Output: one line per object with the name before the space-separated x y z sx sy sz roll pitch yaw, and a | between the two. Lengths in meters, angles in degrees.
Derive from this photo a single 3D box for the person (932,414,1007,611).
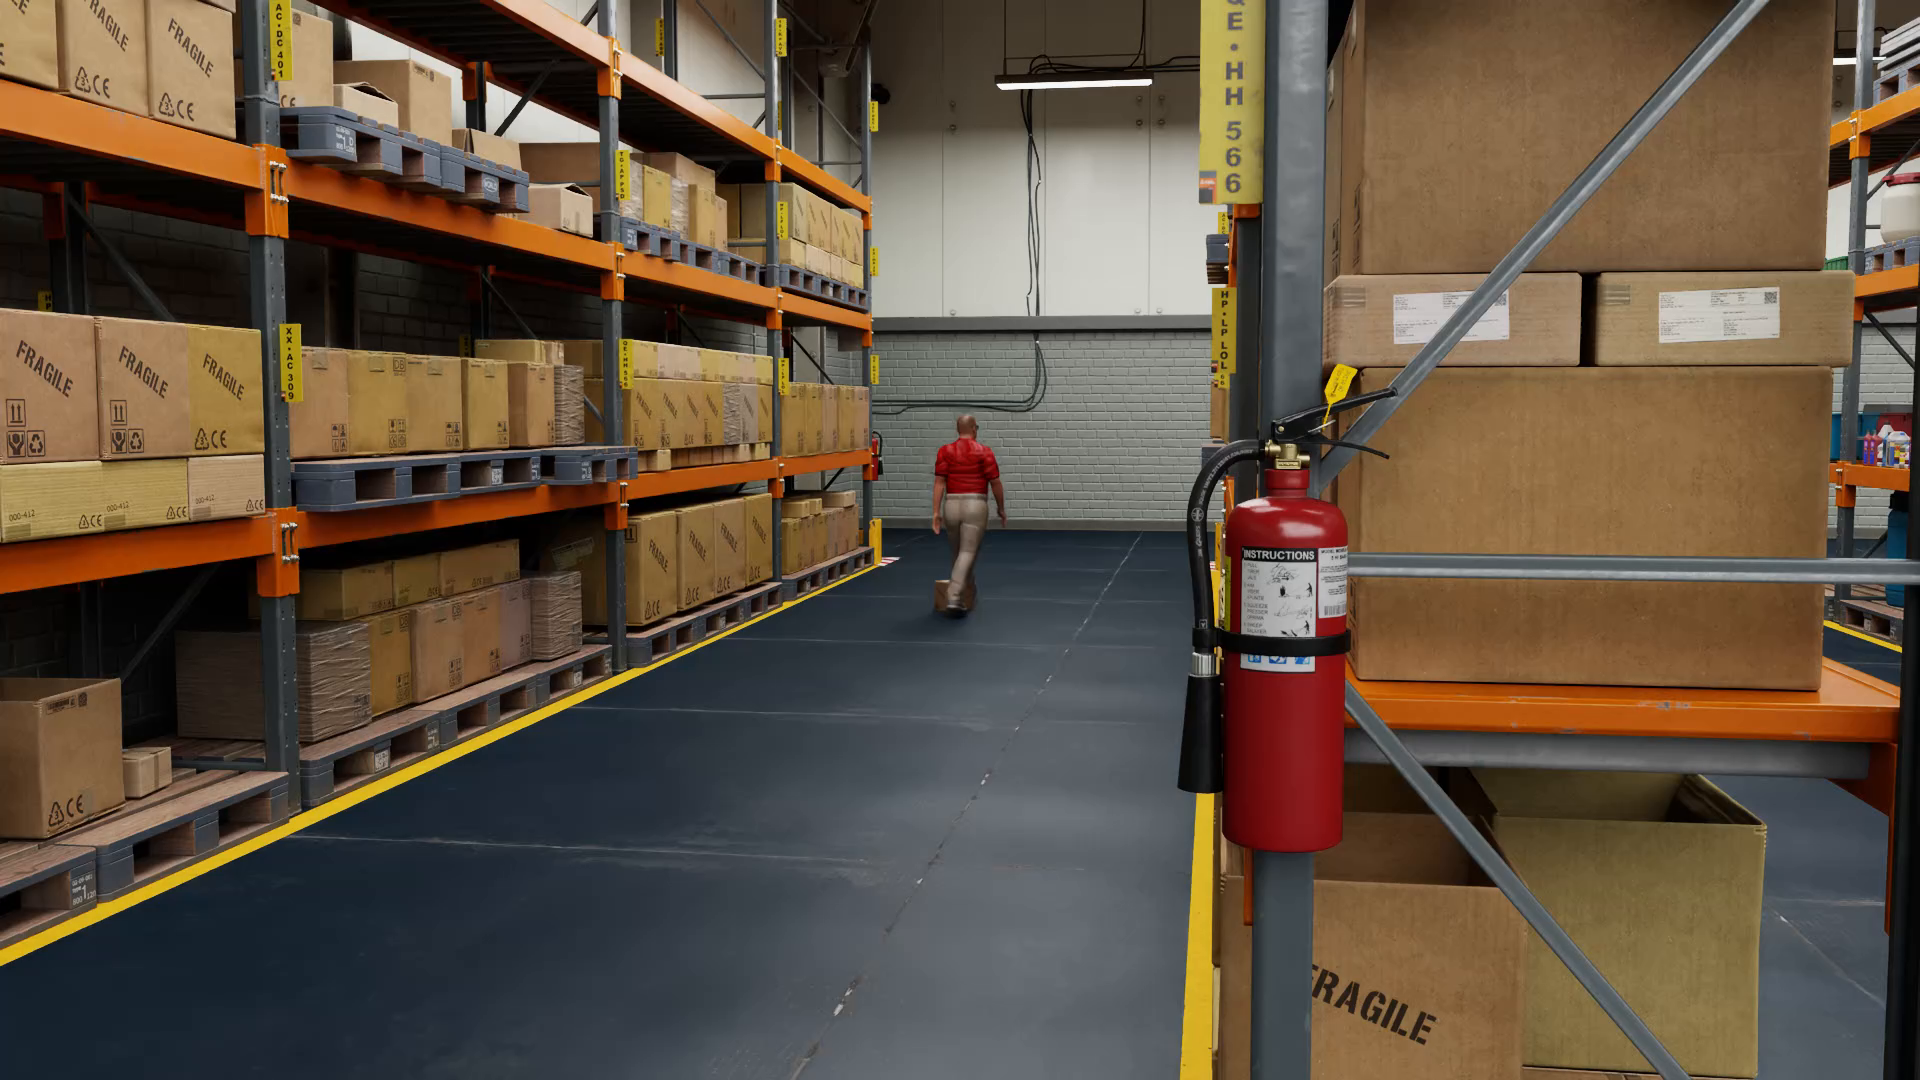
person | 0.104 -0.249 14.305 0.559 1.662 1.046 2 5 23
